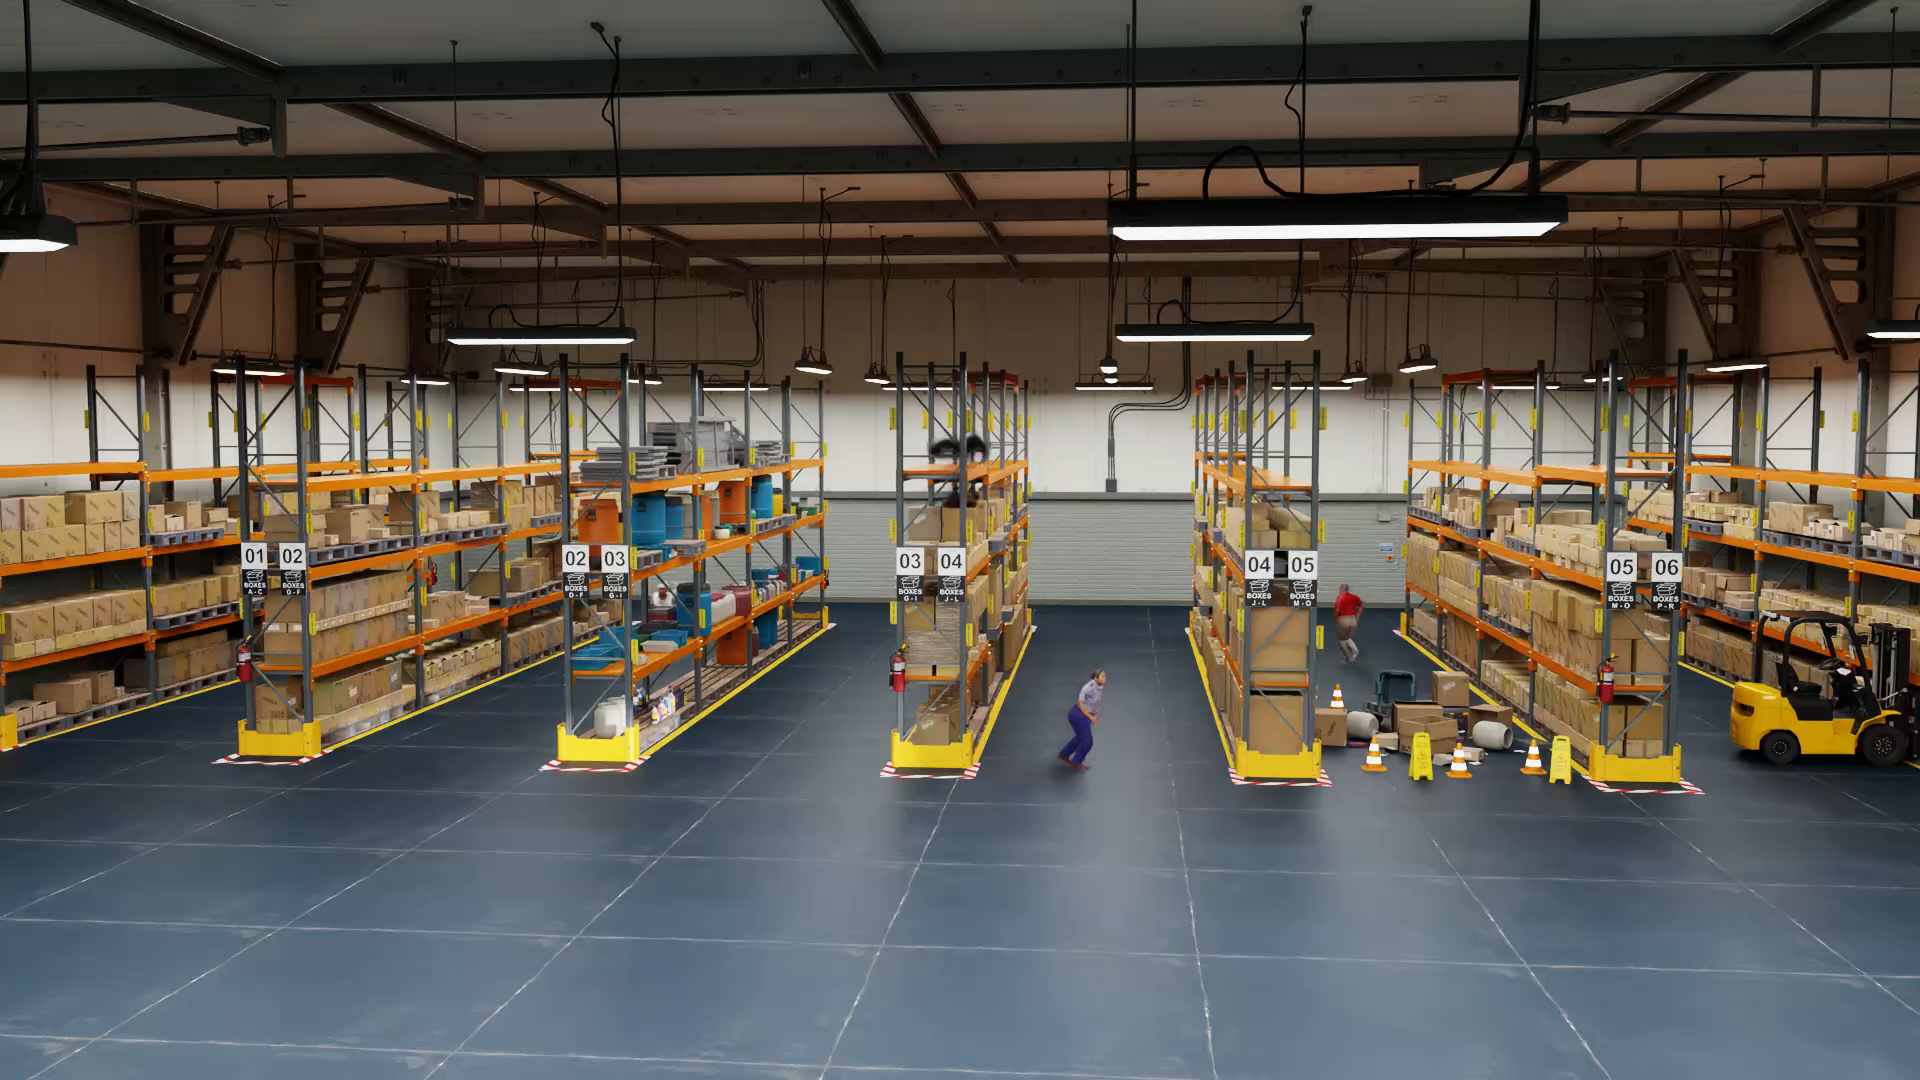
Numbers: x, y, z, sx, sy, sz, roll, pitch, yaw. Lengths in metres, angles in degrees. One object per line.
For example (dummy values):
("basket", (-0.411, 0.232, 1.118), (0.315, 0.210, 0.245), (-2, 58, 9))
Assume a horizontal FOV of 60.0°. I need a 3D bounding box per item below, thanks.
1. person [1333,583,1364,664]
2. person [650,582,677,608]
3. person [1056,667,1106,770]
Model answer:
("person", (8.033, 1.736, 34.302), (0.704, 1.680, 0.613), (-1, 4, -17))
("person", (-6.147, 1.704, 34.693), (0.676, 1.711, 0.800), (0, 4, 4))
("person", (1.739, 2.556, 23.932), (0.805, 1.510, 0.635), (2, 4, 21))
